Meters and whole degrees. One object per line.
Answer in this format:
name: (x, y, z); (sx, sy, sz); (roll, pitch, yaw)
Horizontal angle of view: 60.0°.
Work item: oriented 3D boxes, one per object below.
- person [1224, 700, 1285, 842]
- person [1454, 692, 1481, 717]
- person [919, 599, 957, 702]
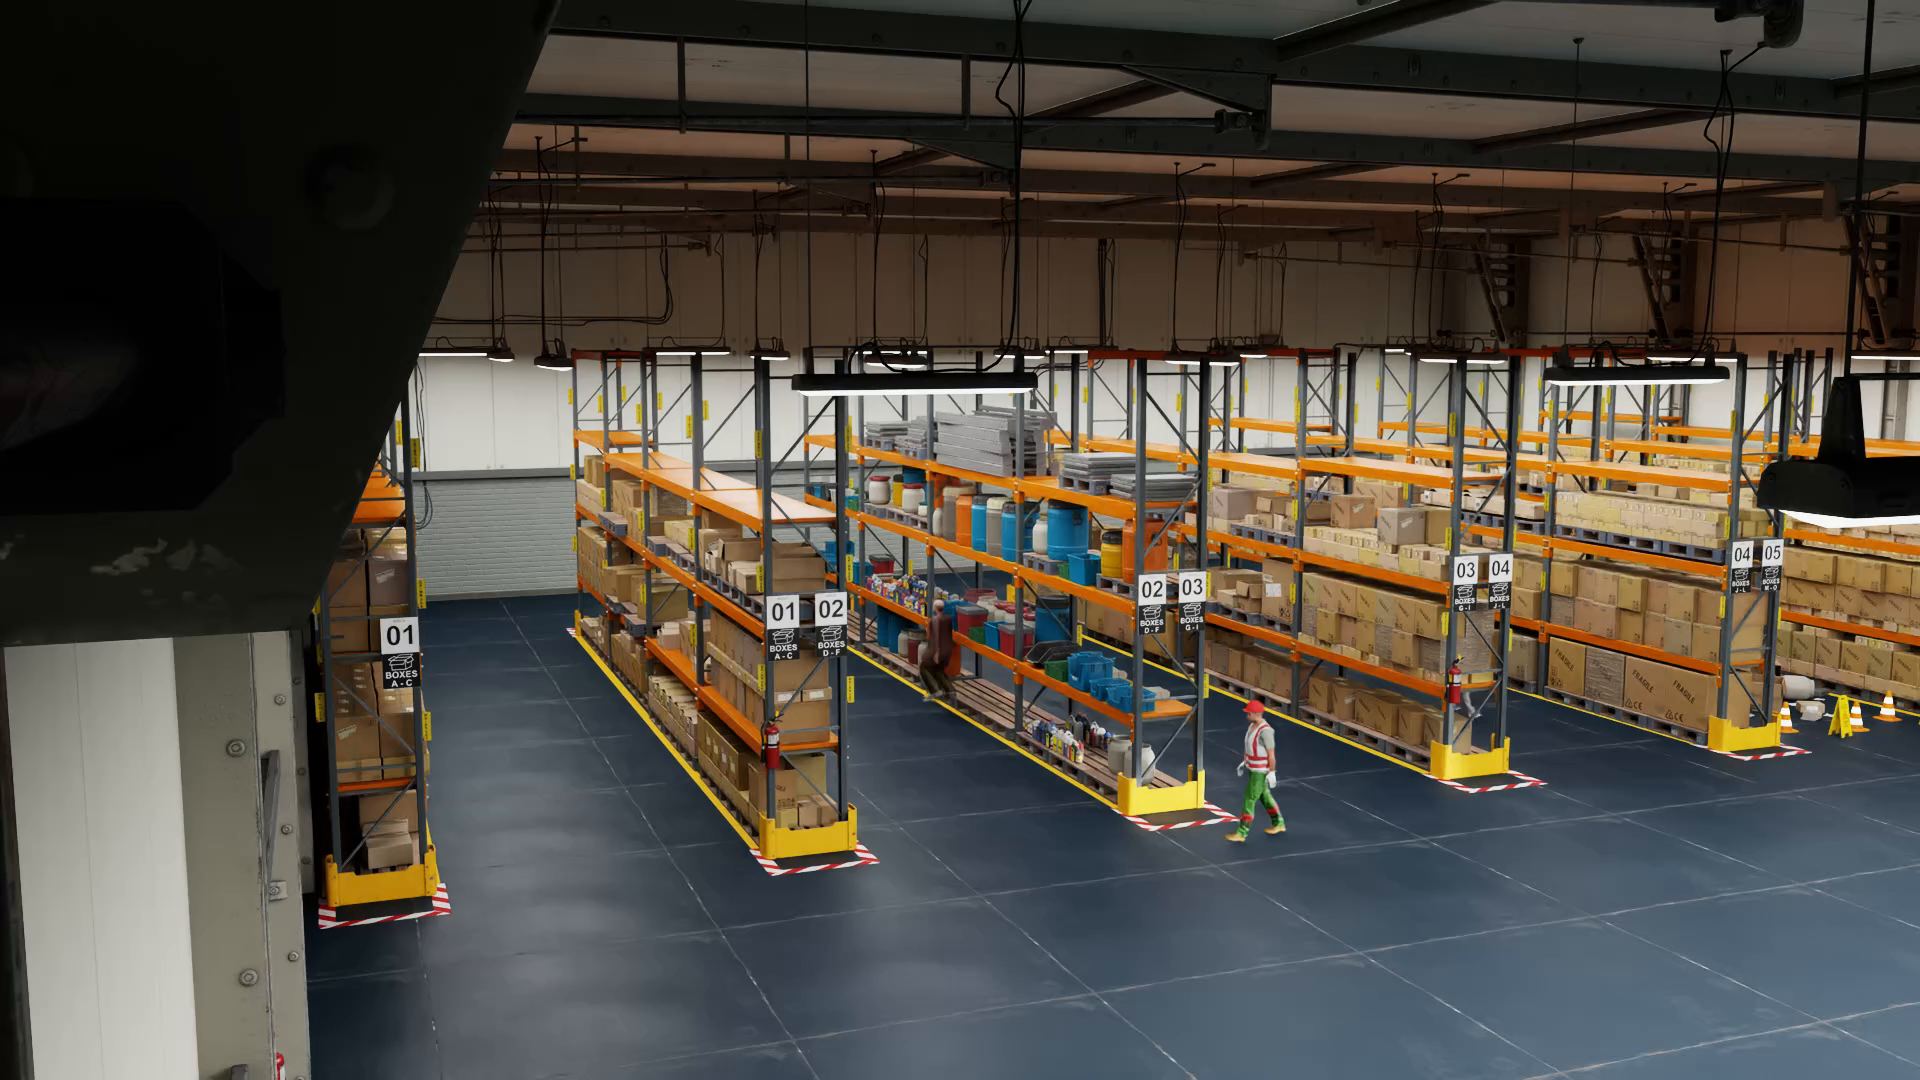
person: (3.696, 2.879, 20.858); (0.911, 1.753, 0.565); (-1, 7, -10)
person: (8.386, 2.124, 27.587); (0.448, 1.534, 0.893); (-4, 8, -26)
person: (-0.314, 1.891, 27.689); (0.646, 1.613, 0.615); (5, 9, 37)
